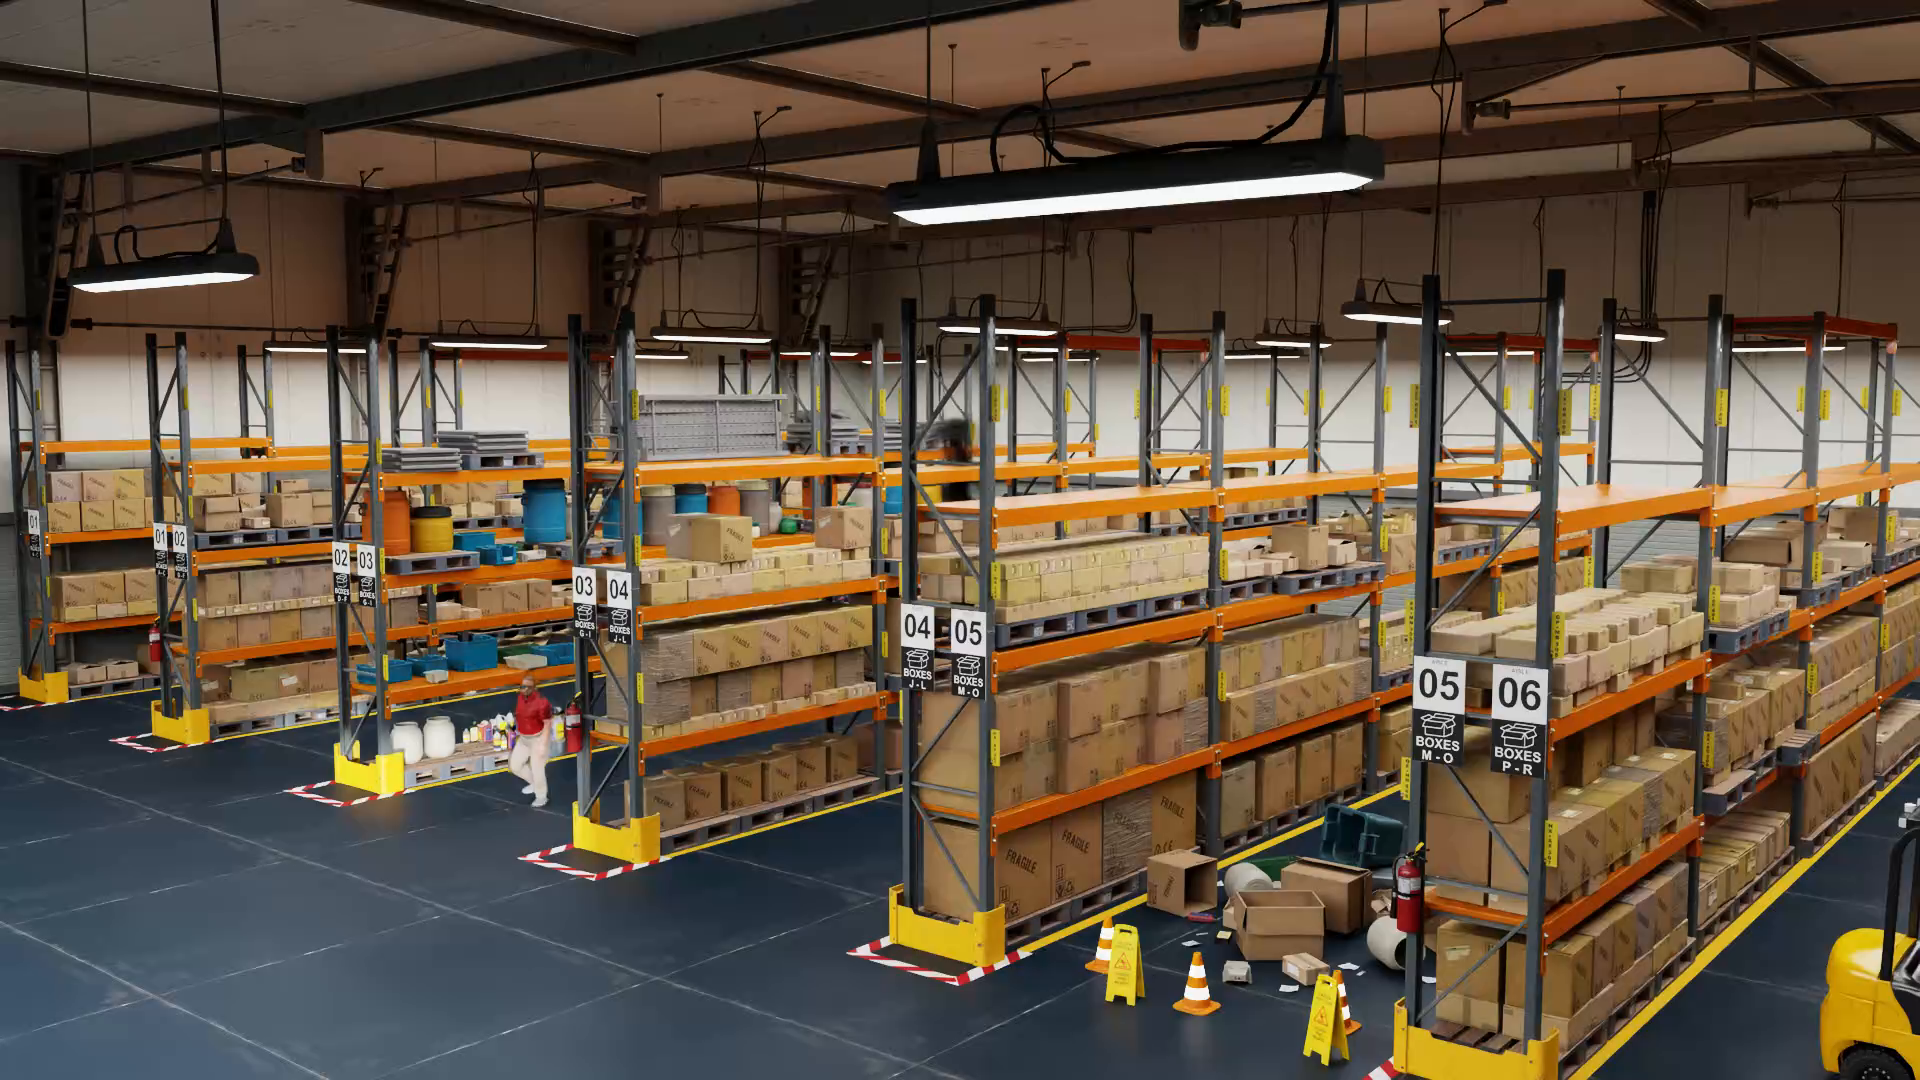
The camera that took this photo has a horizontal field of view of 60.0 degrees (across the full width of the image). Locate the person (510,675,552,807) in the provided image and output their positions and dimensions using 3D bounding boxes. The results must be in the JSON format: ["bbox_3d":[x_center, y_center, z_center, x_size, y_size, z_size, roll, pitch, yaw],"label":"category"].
[{"bbox_3d":[-5.299,2.479,20.653,0.721,1.682,0.544,3,6,31],"label":"person"}]

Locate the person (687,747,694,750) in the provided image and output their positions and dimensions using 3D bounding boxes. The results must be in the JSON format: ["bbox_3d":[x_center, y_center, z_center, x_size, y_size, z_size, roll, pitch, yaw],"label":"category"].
[{"bbox_3d":[-3.735,2.137,24.043,0.583,1.795,0.837,1,5,13],"label":"person"}]
